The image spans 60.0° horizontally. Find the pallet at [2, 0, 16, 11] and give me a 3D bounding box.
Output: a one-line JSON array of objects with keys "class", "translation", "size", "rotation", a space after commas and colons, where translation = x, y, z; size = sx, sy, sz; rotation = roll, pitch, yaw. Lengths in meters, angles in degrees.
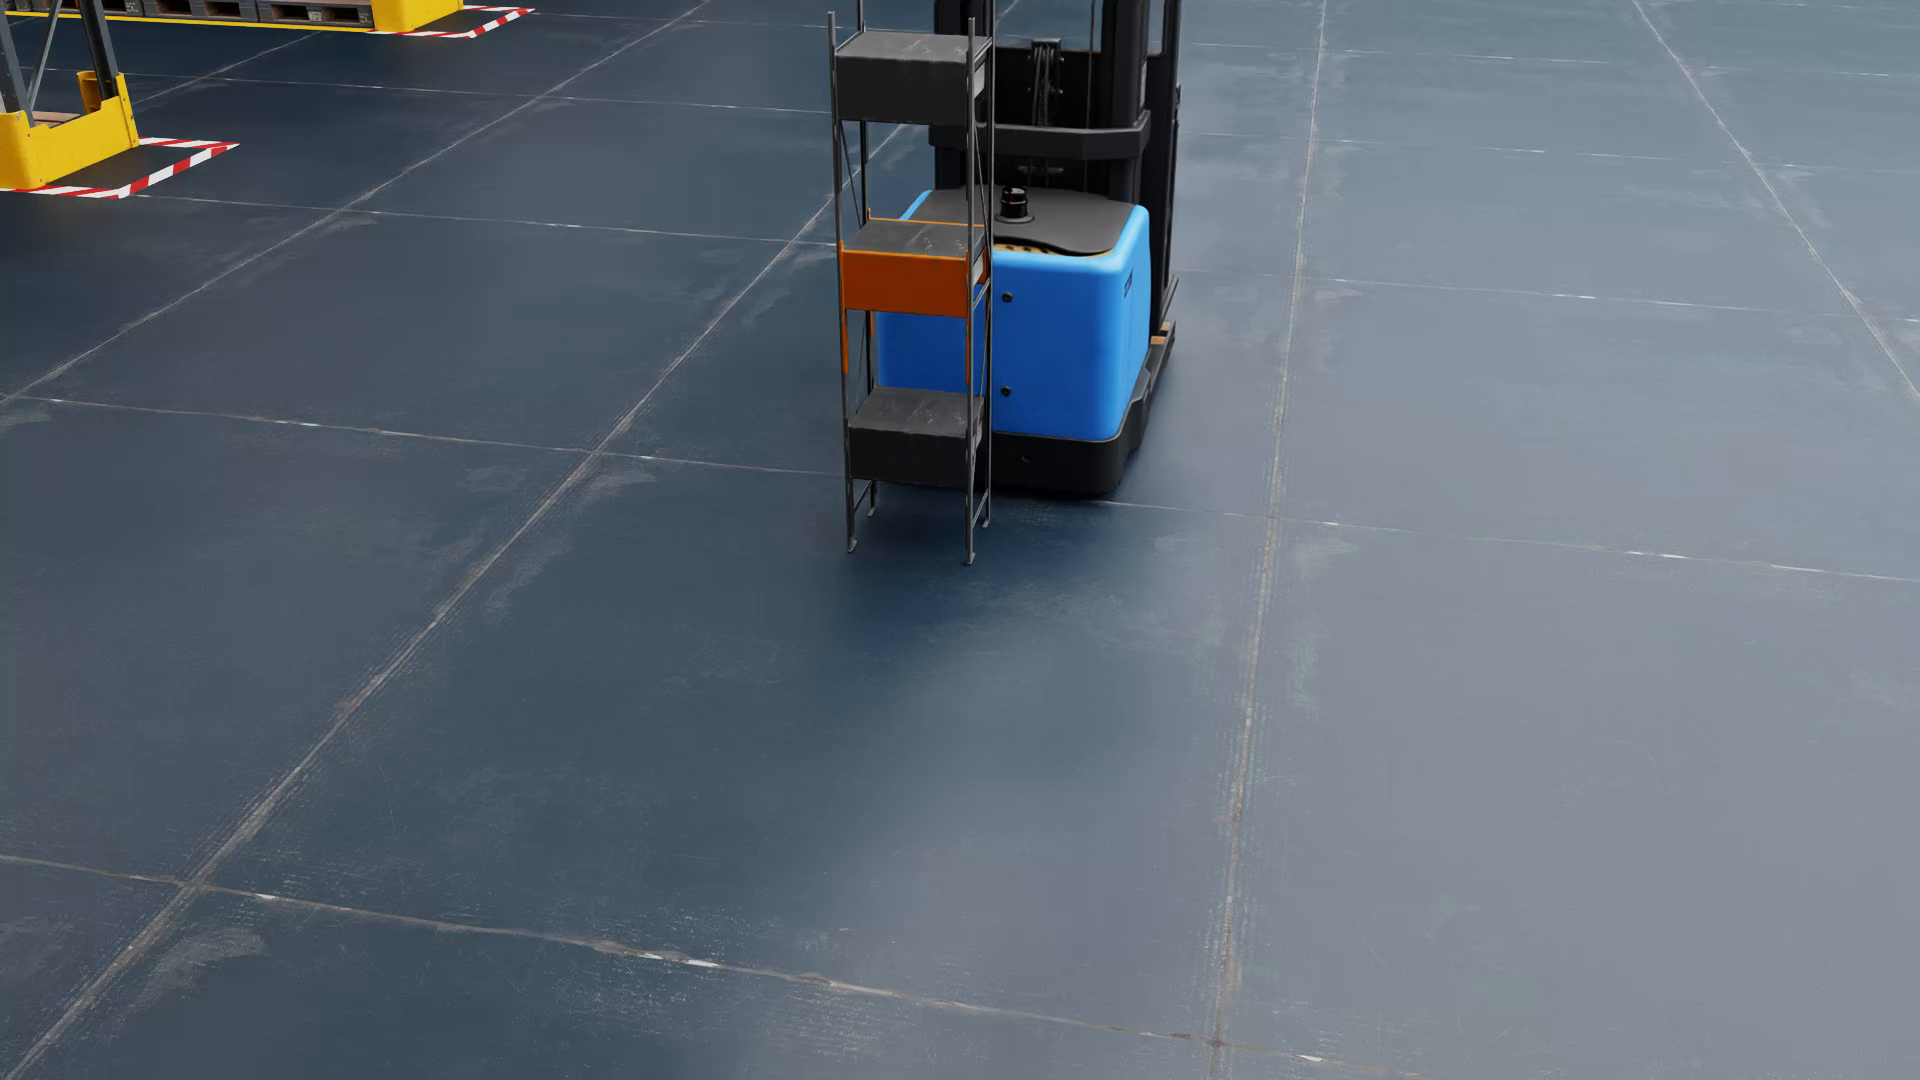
[{"class": "pallet", "translation": [-9.716, -5.507, 16.590], "size": [1.213, 0.211, 1.003], "rotation": [6, 29, 11]}]

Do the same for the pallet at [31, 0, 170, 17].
[{"class": "pallet", "translation": [-8.290, -5.379, 16.356], "size": [1.213, 0.211, 1.003], "rotation": [6, 29, 11]}]

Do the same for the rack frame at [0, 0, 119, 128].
[{"class": "rack frame", "translation": [-6.077, -3.926, 10.798], "size": [0.127, 3.000, 1.000], "rotation": [6, 29, 11]}]

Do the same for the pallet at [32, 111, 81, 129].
[{"class": "pallet", "translation": [-6.955, -2.772, 11.594], "size": [1.213, 0.211, 1.003], "rotation": [6, 29, 11]}]

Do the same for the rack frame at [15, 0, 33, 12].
[{"class": "rack frame", "translation": [-8.955, -6.653, 15.779], "size": [0.127, 3.000, 1.000], "rotation": [6, 29, 11]}]

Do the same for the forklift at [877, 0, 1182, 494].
[{"class": "forklift", "translation": [0.481, -2.171, 7.664], "size": [1.130, 2.935, 3.031], "rotation": [7, 29, 12]}]

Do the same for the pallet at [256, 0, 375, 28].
[{"class": "pallet", "translation": [-5.904, -5.135, 15.909], "size": [1.213, 0.211, 1.003], "rotation": [6, 29, 11]}]

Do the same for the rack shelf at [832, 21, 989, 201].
[{"class": "rack shelf", "translation": [-0.162, -1.540, 5.947], "size": [0.480, 0.518, 0.431], "rotation": [6, 29, 11]}]

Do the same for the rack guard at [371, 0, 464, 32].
[{"class": "rack guard", "translation": [-5.117, -5.163, 15.660], "size": [0.348, 0.500, 1.175], "rotation": [6, 29, 11]}]

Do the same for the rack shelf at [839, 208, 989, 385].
[{"class": "rack shelf", "translation": [-0.162, -0.926, 6.283], "size": [0.480, 0.518, 0.431], "rotation": [6, 29, 11]}]

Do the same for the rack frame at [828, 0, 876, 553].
[{"class": "rack frame", "translation": [-0.401, -0.962, 6.321], "size": [0.015, 2.100, 0.400], "rotation": [6, 29, 11]}]

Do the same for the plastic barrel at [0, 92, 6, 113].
[{"class": "plastic barrel", "translation": [-6.737, -3.049, 11.349], "size": [0.421, 0.512, 0.421], "rotation": [0, 29, 0]}]

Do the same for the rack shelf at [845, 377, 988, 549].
[{"class": "rack shelf", "translation": [-0.162, -0.312, 6.619], "size": [0.480, 0.518, 0.431], "rotation": [6, 29, 11]}]

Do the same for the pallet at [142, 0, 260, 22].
[{"class": "pallet", "translation": [-7.094, -5.258, 16.134], "size": [1.213, 0.211, 1.003], "rotation": [6, 29, 11]}]

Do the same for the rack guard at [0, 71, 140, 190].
[{"class": "rack guard", "translation": [-6.161, -2.815, 11.371], "size": [0.348, 0.500, 1.175], "rotation": [6, 29, 11]}]

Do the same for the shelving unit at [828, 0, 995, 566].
[{"class": "shelving unit", "translation": [-0.162, -0.938, 6.276], "size": [0.503, 2.100, 0.431], "rotation": [6, 29, 11]}]

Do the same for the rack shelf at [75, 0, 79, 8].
[{"class": "rack shelf", "translation": [-8.033, -3.811, 11.337], "size": [4.000, 0.370, 1.077], "rotation": [6, 29, 11]}]

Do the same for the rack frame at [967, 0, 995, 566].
[{"class": "rack frame", "translation": [0.077, -0.913, 6.231], "size": [0.015, 2.100, 0.400], "rotation": [6, 29, 11]}]
